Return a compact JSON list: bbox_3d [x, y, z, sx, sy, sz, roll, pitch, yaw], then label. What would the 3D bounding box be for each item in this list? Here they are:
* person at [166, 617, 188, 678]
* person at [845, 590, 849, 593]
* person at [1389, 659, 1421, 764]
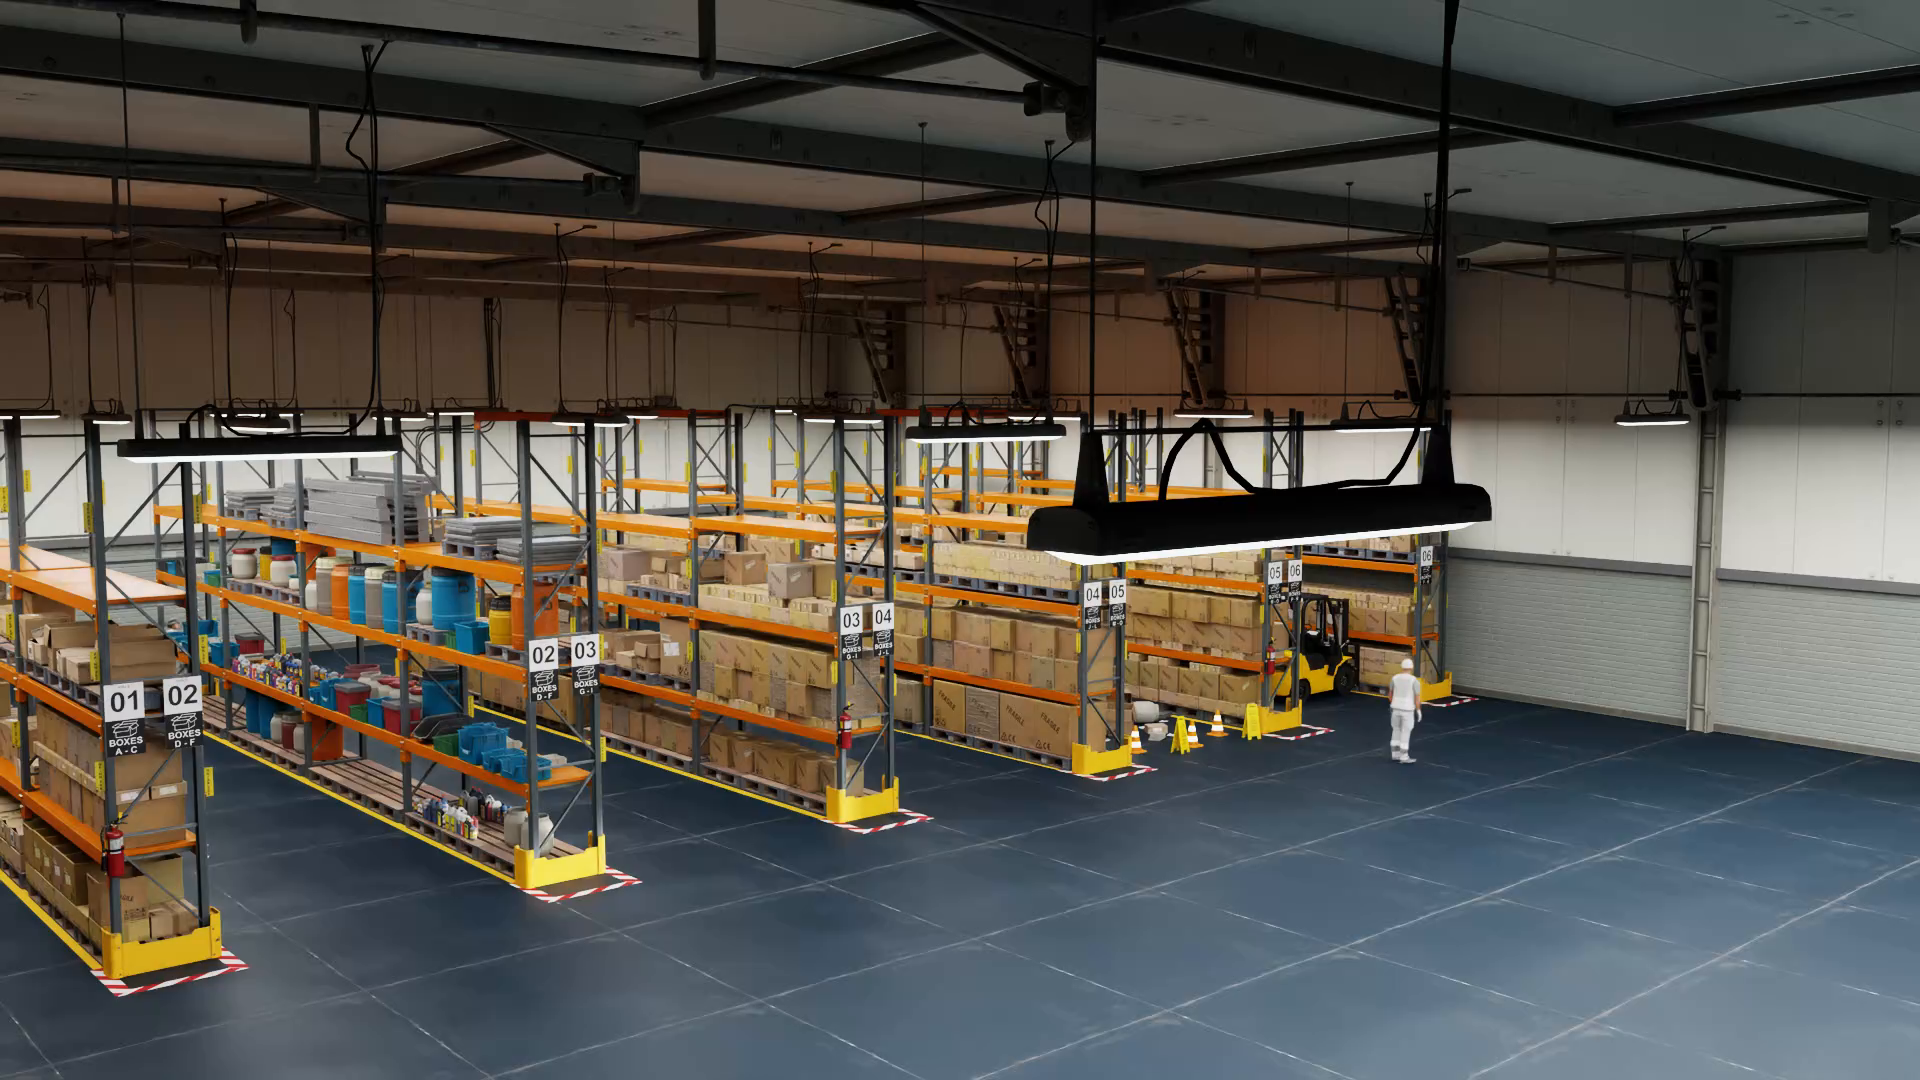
[{"bbox_3d":[-16.487,2.434,34.828,0.653,1.650,0.521,0,5,-6],"label":"person"},{"bbox_3d":[-2.622,2.045,38.338,0.678,1.678,0.878,-1,5,-14],"label":"person"},{"bbox_3d":[7.660,2.930,28.580,0.597,1.801,0.438,4,7,41],"label":"person"}]
